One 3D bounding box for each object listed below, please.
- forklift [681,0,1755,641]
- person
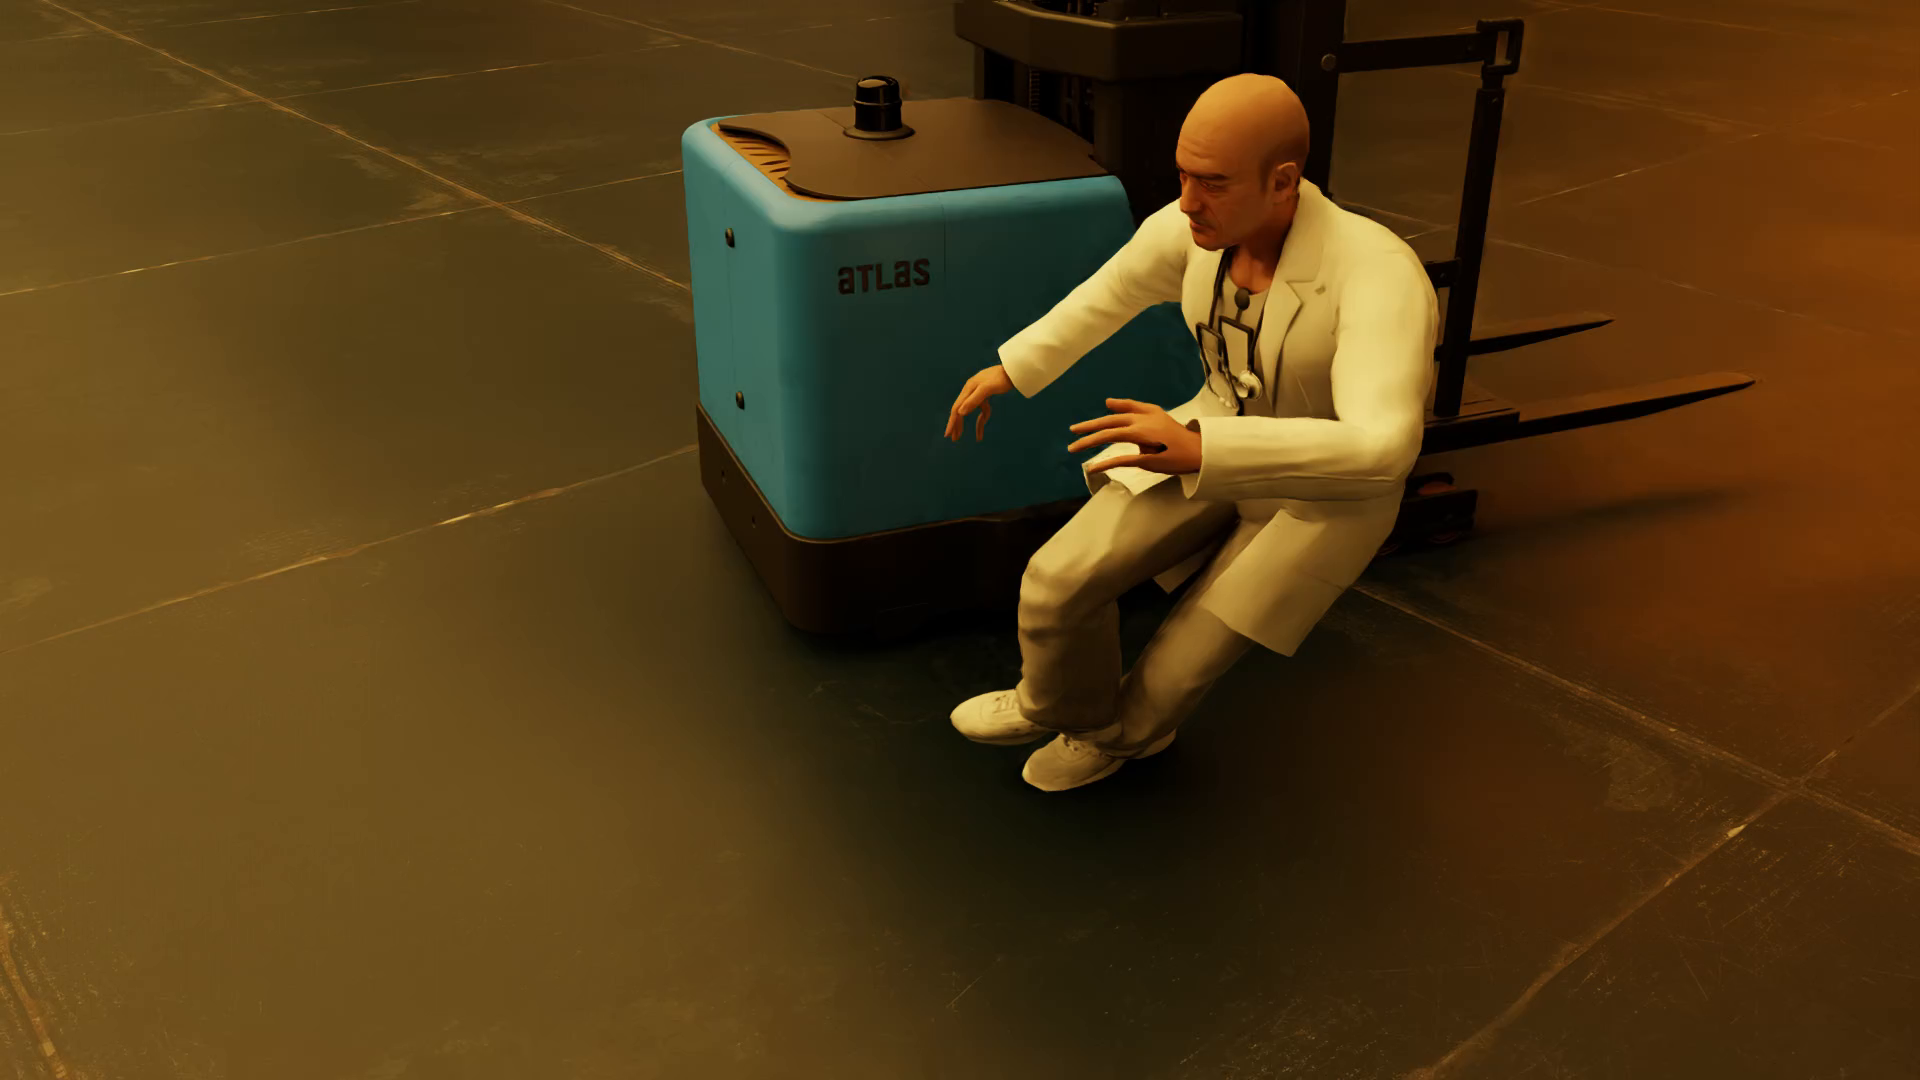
[{"bbox_3d":[0.843,-1.478,4.182,3.031,2.935,1.130,-10,28,-19],"label":"forklift"},{"bbox_3d":[0.357,-0.041,2.887,1.018,1.543,0.915,21,33,36],"label":"person"}]
